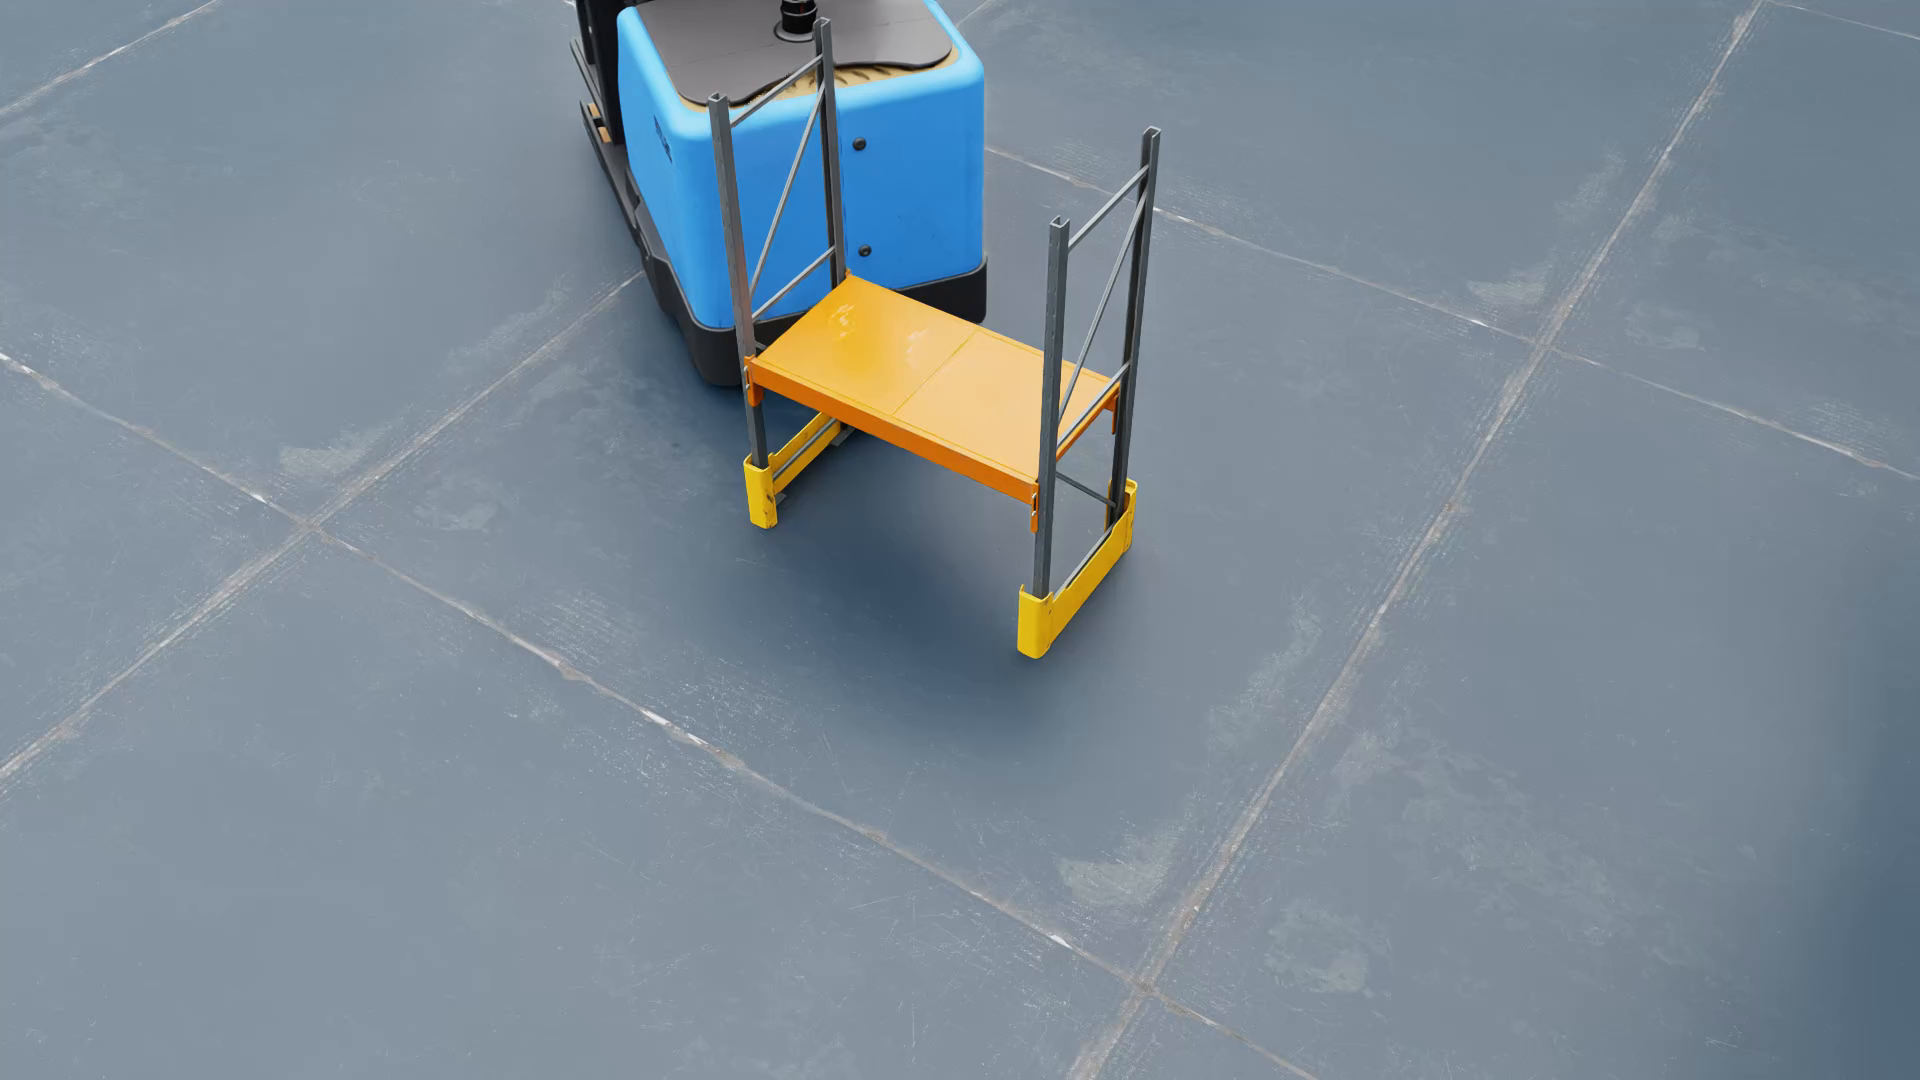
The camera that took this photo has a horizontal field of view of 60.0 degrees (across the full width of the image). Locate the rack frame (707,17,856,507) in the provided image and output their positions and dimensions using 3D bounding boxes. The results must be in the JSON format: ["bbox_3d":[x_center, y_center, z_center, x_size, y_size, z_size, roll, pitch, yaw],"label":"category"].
[{"bbox_3d":[-0.500,-0.753,4.935,0.032,1.500,0.500,25,51,22],"label":"rack frame"}]

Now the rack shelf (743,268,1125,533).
[{"bbox_3d":[-0.072,-0.430,4.873,1.000,0.185,0.538,25,51,22],"label":"rack shelf"}]

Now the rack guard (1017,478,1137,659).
[{"bbox_3d":[0.355,0.076,5.002,0.087,0.250,0.587,25,51,22],"label":"rack guard"}]

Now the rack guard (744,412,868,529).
[{"bbox_3d":[-0.483,-0.309,5.376,0.087,0.250,0.587,25,51,22],"label":"rack guard"}]

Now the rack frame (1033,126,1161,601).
[{"bbox_3d":[0.356,-0.359,4.553,0.032,1.500,0.500,25,51,22],"label":"rack frame"}]

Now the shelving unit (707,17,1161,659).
[{"bbox_3d":[-0.064,-0.552,4.741,1.083,1.500,0.587,25,51,22],"label":"shelving unit"}]

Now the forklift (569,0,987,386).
[{"bbox_3d":[-0.906,-2.620,5.752,1.130,2.935,3.031,-15,48,-14],"label":"forklift"}]
